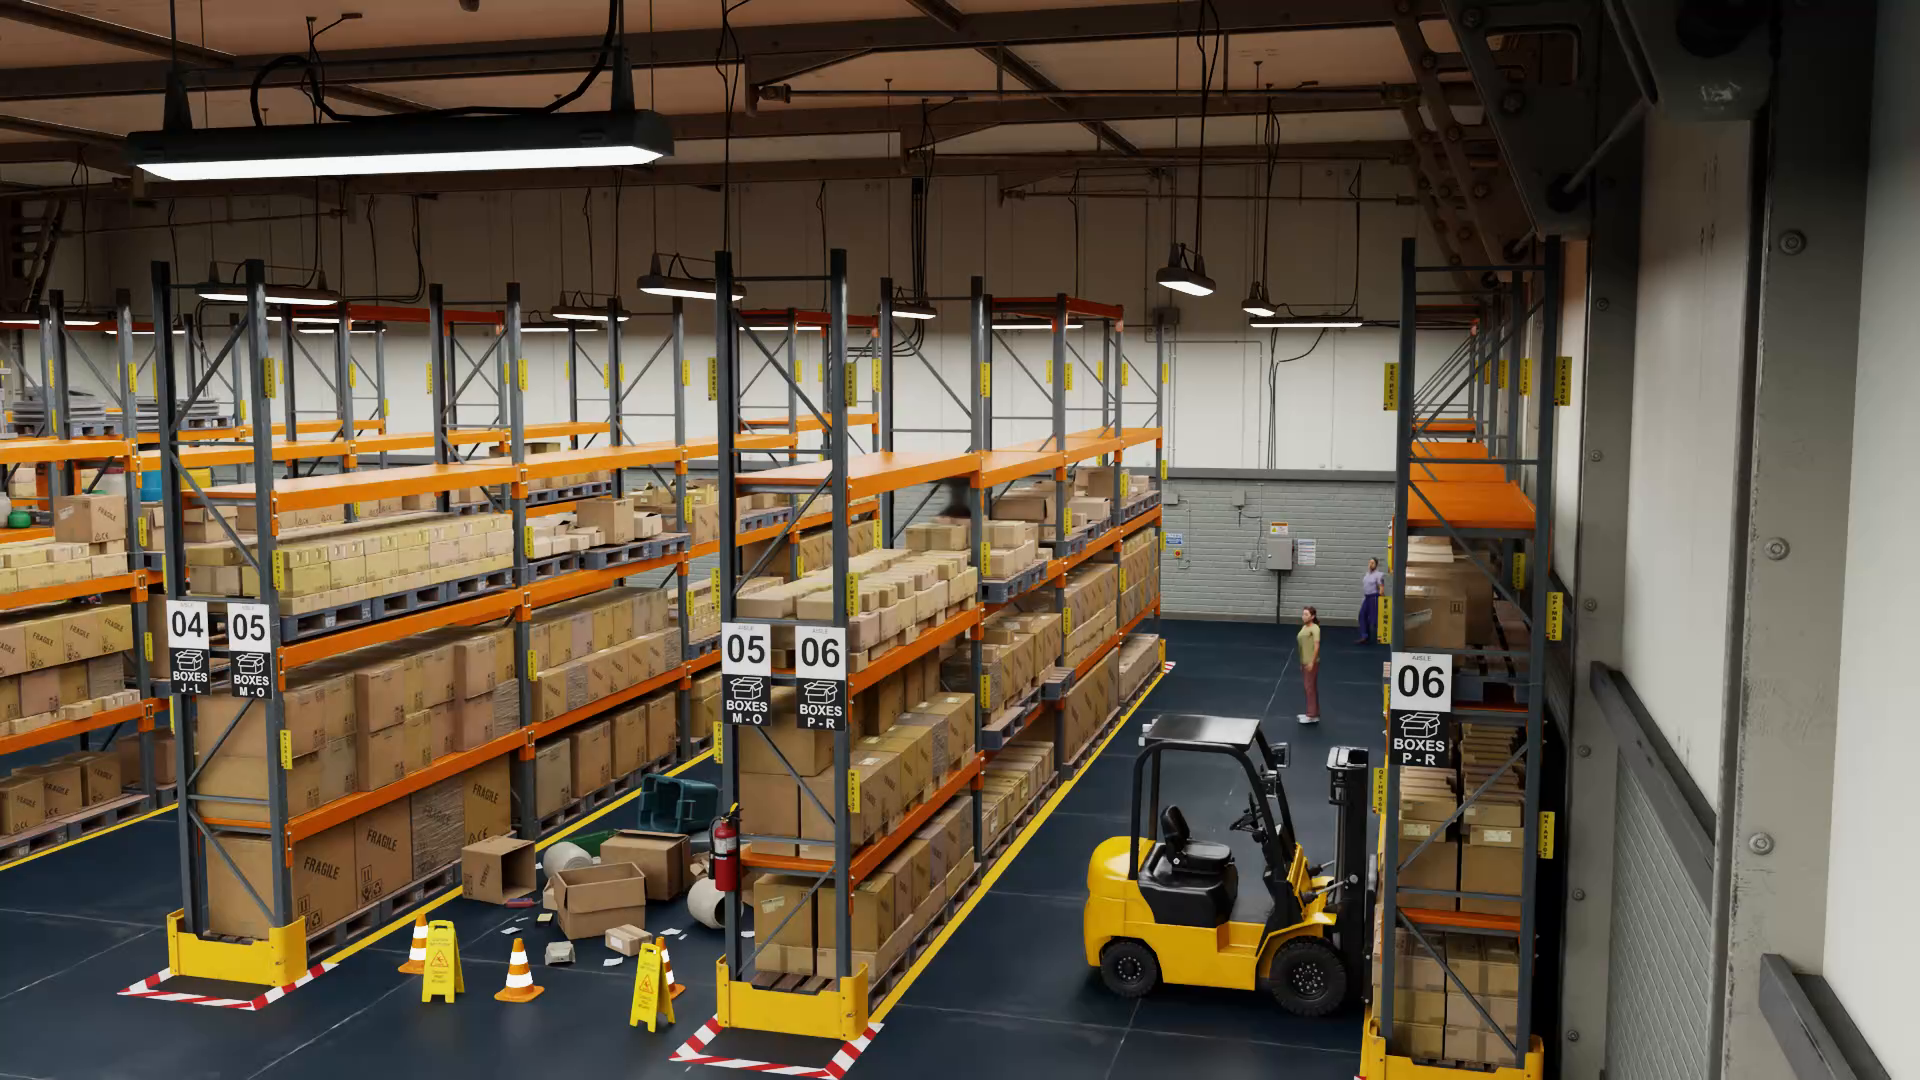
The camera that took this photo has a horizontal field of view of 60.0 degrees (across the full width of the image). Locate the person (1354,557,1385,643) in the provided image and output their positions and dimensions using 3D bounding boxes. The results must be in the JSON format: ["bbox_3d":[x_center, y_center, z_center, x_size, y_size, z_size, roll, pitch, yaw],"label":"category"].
[{"bbox_3d":[7.665,1.113,30.612,0.776,1.607,0.518,0,6,1],"label":"person"}]

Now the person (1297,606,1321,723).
[{"bbox_3d":[5.040,1.790,24.034,0.332,1.672,0.478,0,6,0],"label":"person"}]
